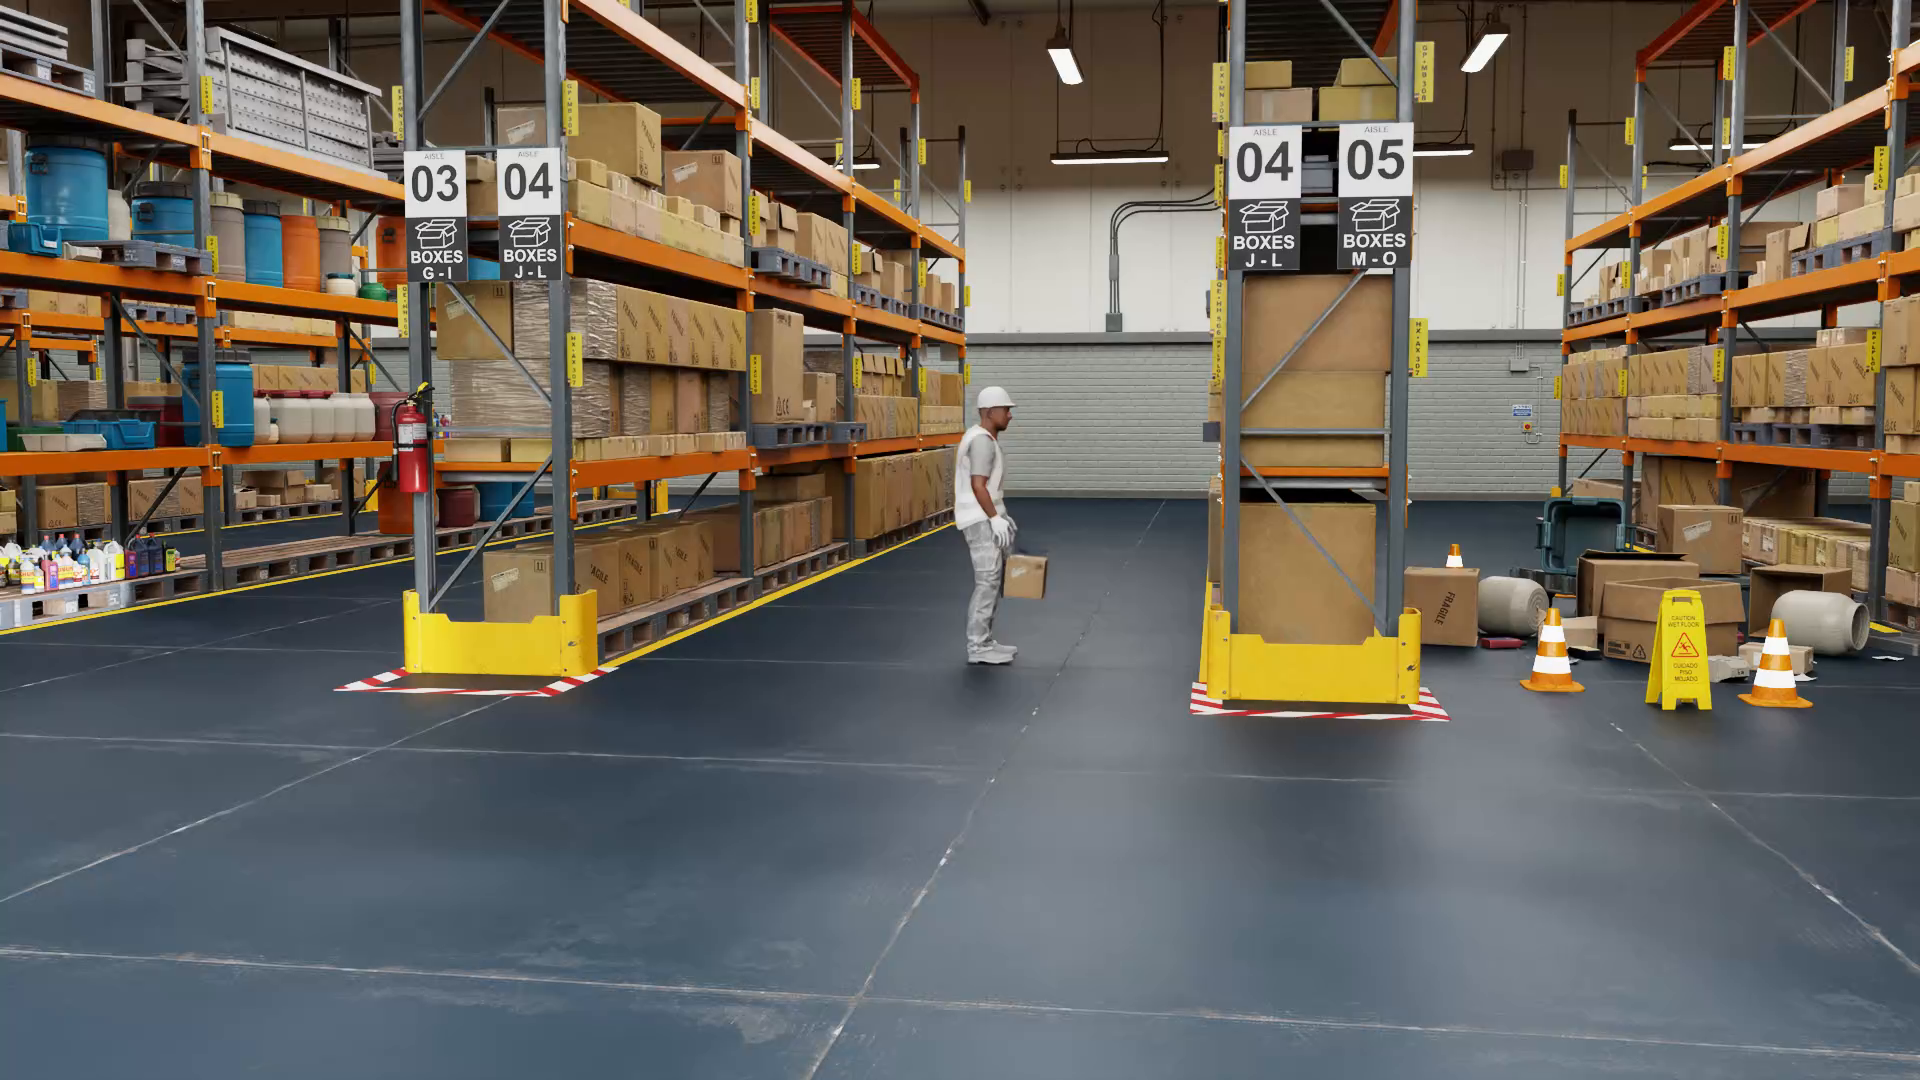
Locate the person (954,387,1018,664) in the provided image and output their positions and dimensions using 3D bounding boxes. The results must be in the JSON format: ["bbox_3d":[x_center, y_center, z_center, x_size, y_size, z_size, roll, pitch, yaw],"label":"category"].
[{"bbox_3d":[0.173,-0.106,10.844,0.411,1.781,0.575,1,4,7],"label":"person"}]
